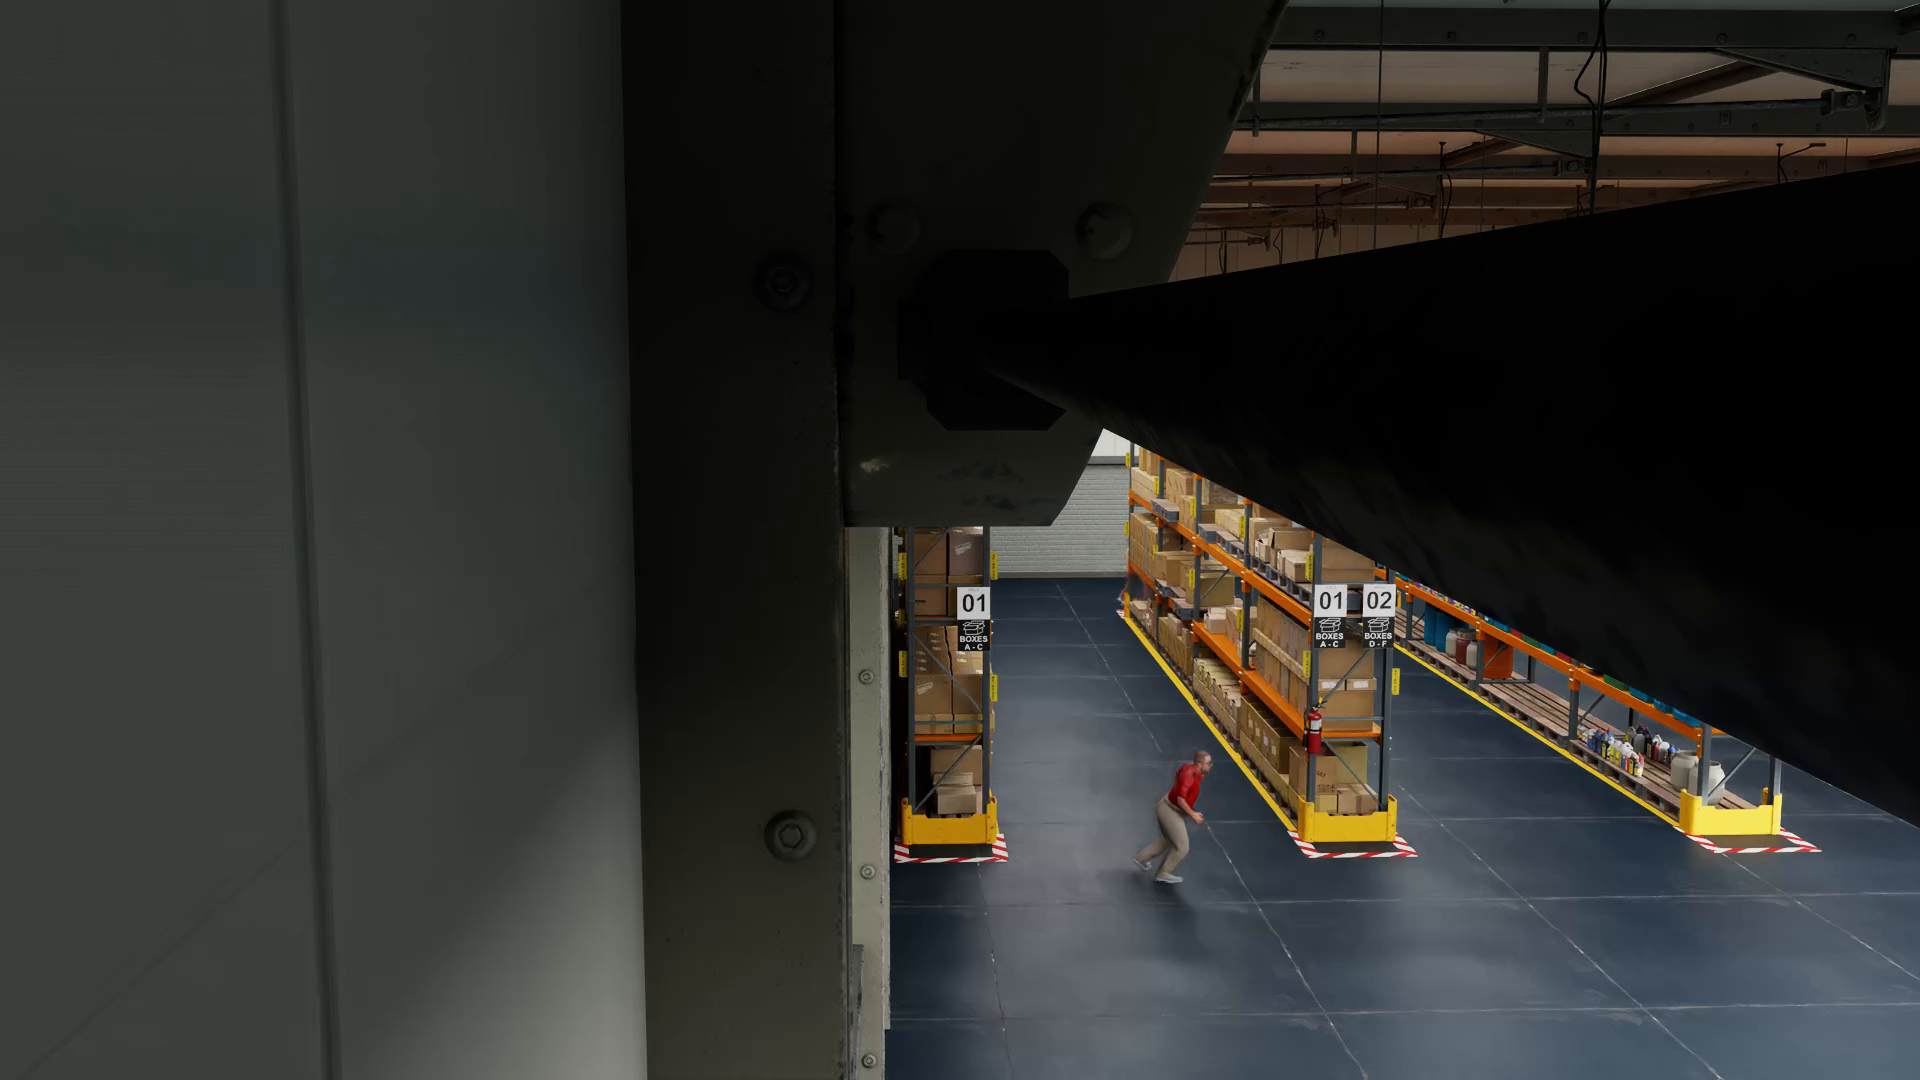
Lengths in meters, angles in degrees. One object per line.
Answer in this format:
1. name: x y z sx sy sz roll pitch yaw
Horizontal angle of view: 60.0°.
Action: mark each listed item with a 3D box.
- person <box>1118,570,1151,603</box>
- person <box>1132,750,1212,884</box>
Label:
1. person: 4.040 0.694 37.572 0.972 1.640 0.543 2 8 16
2. person: 2.421 3.139 18.954 0.878 1.574 0.668 1 7 8
